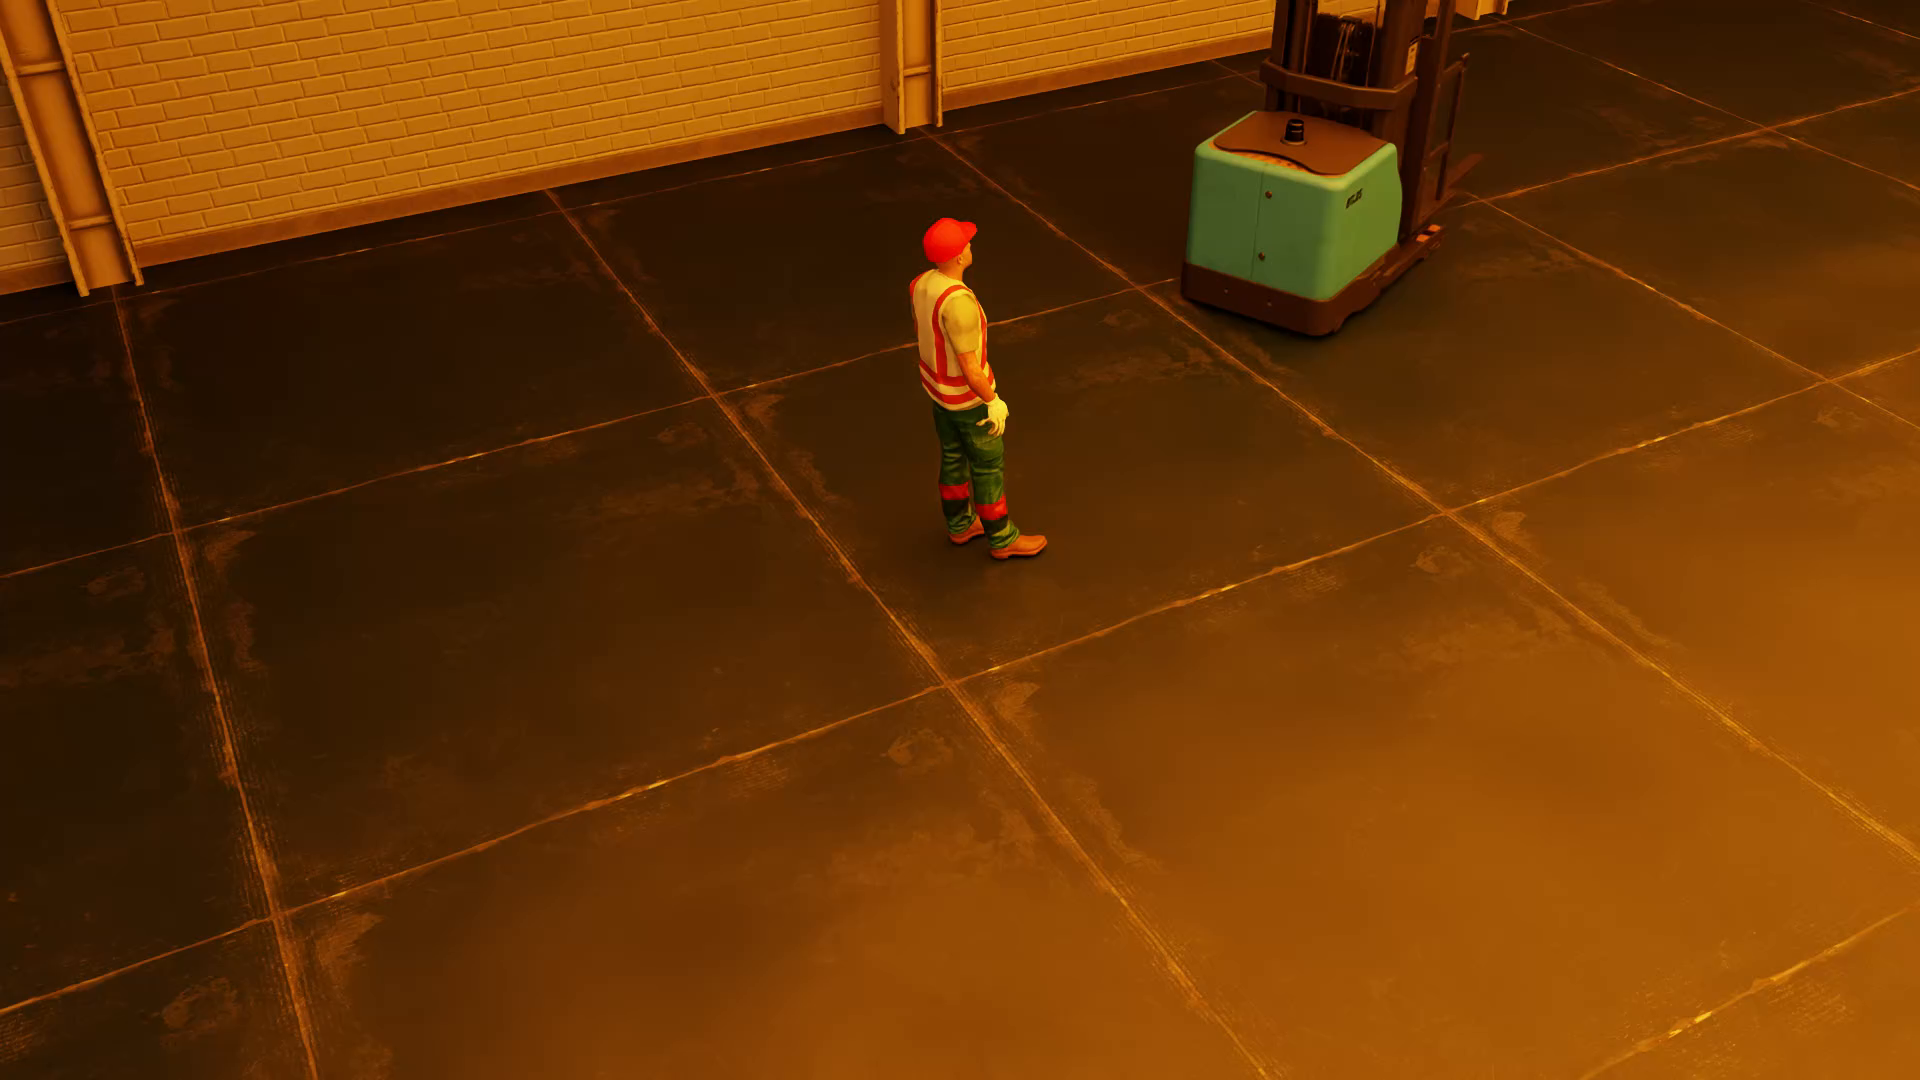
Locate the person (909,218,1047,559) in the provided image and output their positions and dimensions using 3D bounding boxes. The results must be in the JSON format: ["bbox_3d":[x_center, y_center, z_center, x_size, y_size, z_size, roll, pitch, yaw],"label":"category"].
[{"bbox_3d":[0.076,-0.752,8.163,0.564,1.787,0.637,-17,39,-23],"label":"person"}]

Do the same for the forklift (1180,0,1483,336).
[{"bbox_3d":[2.706,-3.267,10.745,1.130,2.935,3.031,23,41,29],"label":"forklift"}]
